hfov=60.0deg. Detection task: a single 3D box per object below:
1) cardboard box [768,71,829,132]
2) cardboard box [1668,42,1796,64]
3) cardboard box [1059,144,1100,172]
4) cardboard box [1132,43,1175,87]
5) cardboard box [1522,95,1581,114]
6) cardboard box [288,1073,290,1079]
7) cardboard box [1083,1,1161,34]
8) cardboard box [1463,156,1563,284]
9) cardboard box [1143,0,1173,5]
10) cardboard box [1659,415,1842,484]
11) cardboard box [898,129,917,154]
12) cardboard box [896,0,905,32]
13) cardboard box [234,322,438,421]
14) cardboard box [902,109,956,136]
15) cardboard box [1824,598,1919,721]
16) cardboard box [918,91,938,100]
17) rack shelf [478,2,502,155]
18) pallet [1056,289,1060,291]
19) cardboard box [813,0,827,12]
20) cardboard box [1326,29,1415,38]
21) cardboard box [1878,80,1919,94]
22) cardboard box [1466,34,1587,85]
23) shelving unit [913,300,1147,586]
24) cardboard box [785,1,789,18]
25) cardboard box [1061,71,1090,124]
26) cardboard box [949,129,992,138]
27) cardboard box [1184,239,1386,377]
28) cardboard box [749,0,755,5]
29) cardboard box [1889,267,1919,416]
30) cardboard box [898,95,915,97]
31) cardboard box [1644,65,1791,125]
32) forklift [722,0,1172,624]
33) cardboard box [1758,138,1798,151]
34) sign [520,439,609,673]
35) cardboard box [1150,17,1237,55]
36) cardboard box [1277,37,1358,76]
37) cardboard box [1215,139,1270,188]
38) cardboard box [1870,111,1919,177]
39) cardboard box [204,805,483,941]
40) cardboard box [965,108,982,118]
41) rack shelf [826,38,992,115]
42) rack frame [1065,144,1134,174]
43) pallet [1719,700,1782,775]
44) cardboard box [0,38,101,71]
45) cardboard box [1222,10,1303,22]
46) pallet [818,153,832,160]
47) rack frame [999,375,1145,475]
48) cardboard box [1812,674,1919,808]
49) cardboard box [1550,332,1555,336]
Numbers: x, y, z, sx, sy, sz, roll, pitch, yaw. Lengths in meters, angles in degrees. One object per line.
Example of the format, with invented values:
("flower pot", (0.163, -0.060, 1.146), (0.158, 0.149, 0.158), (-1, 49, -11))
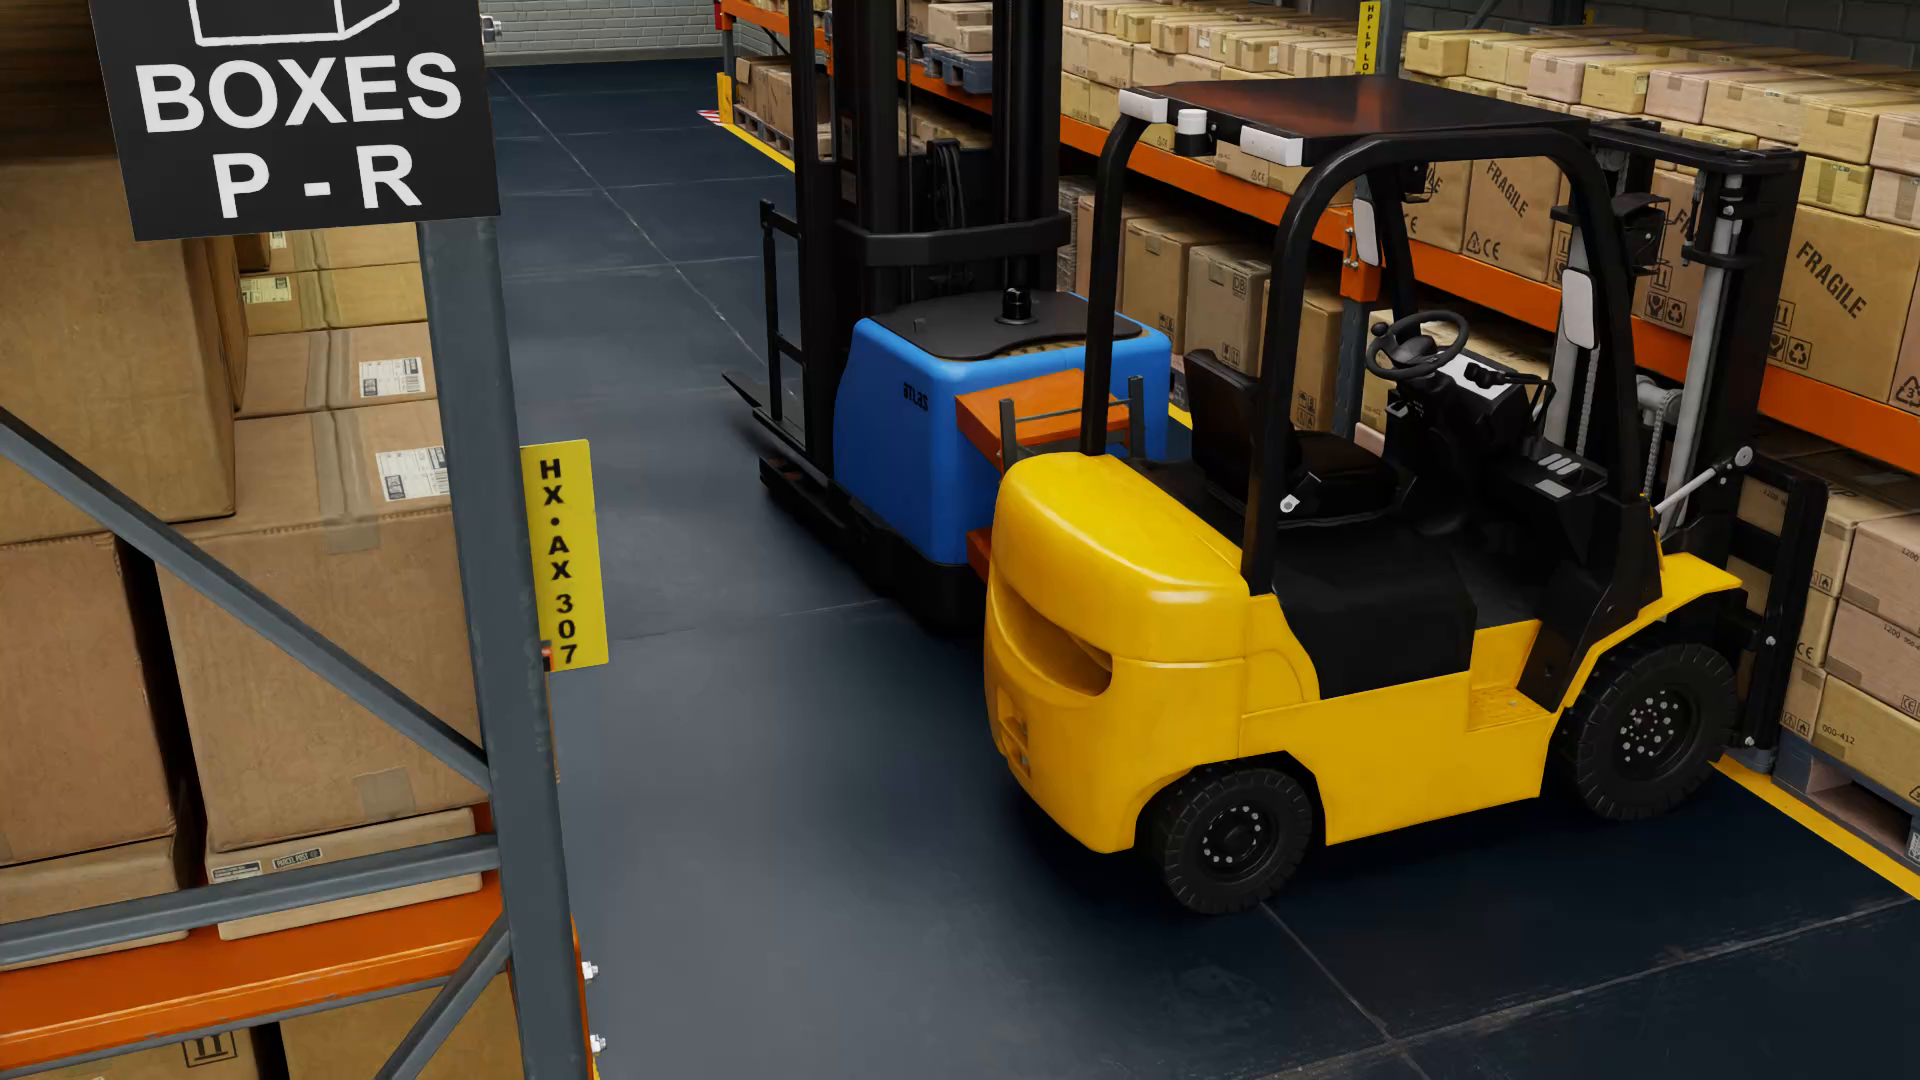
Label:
("cardboard box", (-1.562, -4.282, 16.225), (0.500, 0.500, 0.500), (-8, 24, -18))
("cardboard box", (2.889, -1.771, 6.243), (0.380, 0.149, 0.250), (-9, 24, -20))
("cardboard box", (0.885, -2.663, 11.549), (0.380, 0.149, 0.250), (-7, 24, -16))
("cardboard box", (1.254, -2.500, 8.869), (0.500, 0.250, 0.500), (-8, 24, -18))
("cardboard box", (2.286, -1.545, 6.091), (0.380, 0.149, 0.250), (-8, 24, -18))
("cardboard box", (-1.584, 1.307, 3.287), (0.500, 0.250, 0.500), (-8, 24, -19))
("cardboard box", (0.929, -2.999, 9.540), (0.380, 0.149, 0.250), (-8, 24, -18))
("cardboard box", (2.303, -1.299, 6.341), (0.500, 0.500, 0.500), (-8, 24, -18))
("cardboard box", (1.313, -3.163, 9.928), (0.380, 0.149, 0.250), (-8, 24, -19))
("cardboard box", (2.604, -0.247, 5.686), (0.500, 0.250, 0.500), (-9, 24, -20))
("cardboard box", (-0.305, -3.005, 13.194), (0.500, 0.500, 0.500), (-9, 25, -21))
("cardboard box", (-0.213, -4.104, 12.454), (0.700, 0.500, 0.500), (-8, 24, -19))
("cardboard box", (-1.132, -0.082, 3.071), (0.500, 0.500, 0.500), (-8, 24, -17))
("cardboard box", (-0.238, -3.252, 12.945), (0.380, 0.149, 0.250), (-7, 24, -17))
("cardboard box", (2.972, 0.342, 4.932), (0.500, 0.250, 0.500), (-9, 24, -20))
("cardboard box", (-0.138, -3.695, 13.998), (0.380, 0.149, 0.250), (-8, 24, -19))
("rack shelf", (-1.745, -1.279, 3.486), (1.077, 0.370, 4.000), (-8, 24, -19))
("pallet", (1.032, -1.501, 10.539), (1.003, 0.211, 1.213), (-8, 24, -19))
("cardboard box", (-1.043, -4.763, 14.499), (0.500, 0.250, 0.500), (-8, 24, -18))
("cardboard box", (2.025, -2.425, 8.177), (0.380, 0.149, 0.250), (-9, 24, -20))
("cardboard box", (3.165, -1.383, 5.322), (0.380, 0.149, 0.250), (-8, 24, -19))
("cardboard box", (2.219, -1.882, 6.507), (0.380, 0.149, 0.250), (-8, 24, -18))
("shelving unit", (0.256, -0.180, 6.178), (0.538, 1.125, 1.048), (-11, 25, -14))
("cardboard box", (-1.395, -4.880, 15.289), (0.380, 0.149, 0.250), (-9, 24, -20))
("cardboard box", (0.879, -2.643, 9.852), (0.500, 0.250, 0.500), (-9, 24, -20))
("cardboard box", (0.138, -2.874, 12.050), (0.380, 0.149, 0.250), (-8, 24, -17))
("cardboard box", (1.729, -1.207, 8.769), (0.875, 0.625, 0.625), (-9, 24, -20))
("cardboard box", (-1.898, -5.447, 16.635), (0.380, 0.149, 0.250), (-8, 24, -17))
("cardboard box", (3.010, -0.562, 4.593), (0.500, 0.500, 0.500), (-8, 24, -17))
("cardboard box", (-0.587, -3.627, 13.837), (0.380, 0.149, 0.250), (-9, 24, -20))
("cardboard box", (2.555, -1.505, 5.612), (0.380, 0.149, 0.250), (-8, 24, -19))
("forklift", (-0.281, -1.569, 7.199), (1.130, 2.935, 3.031), (-11, 25, -24))
("cardboard box", (2.739, -1.182, 5.228), (0.380, 0.149, 0.250), (-9, 24, -19))
("sign", (-0.531, 0.025, 2.213), (0.100, 0.325, 0.005), (-8, 24, -19))
("cardboard box", (1.217, -2.621, 8.644), (0.380, 0.149, 0.250), (-9, 24, -20))
("cardboard box", (1.717, -2.263, 7.793), (0.380, 0.149, 0.250), (-8, 24, -19))
("cardboard box", (1.585, -1.897, 8.082), (0.500, 0.250, 0.500), (-8, 24, -19))
("cardboard box", (2.832, -1.124, 4.707), (0.380, 0.149, 0.250), (-8, 24, -18))
("cardboard box", (-0.965, 0.463, 2.613), (0.380, 0.149, 0.250), (-8, 24, -19))
("cardboard box", (0.262, -3.326, 13.121), (0.380, 0.149, 0.250), (-8, 24, -18))
("rack shelf", (0.071, -3.486, 12.584), (1.077, 0.370, 4.000), (-8, 24, -19))
("rack frame", (0.778, -3.090, 10.720), (1.000, 3.000, 0.127), (-8, 24, -19))
("pallet", (2.867, 0.387, 6.061), (1.003, 0.211, 1.213), (-8, 24, -19))
("cardboard box", (-1.871, -0.657, 3.147), (0.700, 0.500, 0.500), (-9, 24, -20))
("cardboard box", (1.642, -2.790, 9.043), (0.380, 0.149, 0.250), (-8, 24, -17))
("pallet", (-0.877, -3.508, 15.302), (1.003, 0.211, 1.213), (-8, 24, -19))
("rack frame", (0.409, 0.010, 5.732), (0.500, 1.125, 0.032), (-11, 25, -14))
("cardboard box", (2.976, 0.581, 5.010), (0.500, 0.250, 0.500), (-8, 24, -19))
("cardboard box", (2.739, -0.690, 6.737), (0.500, 0.250, 0.500), (-9, 24, -20))
